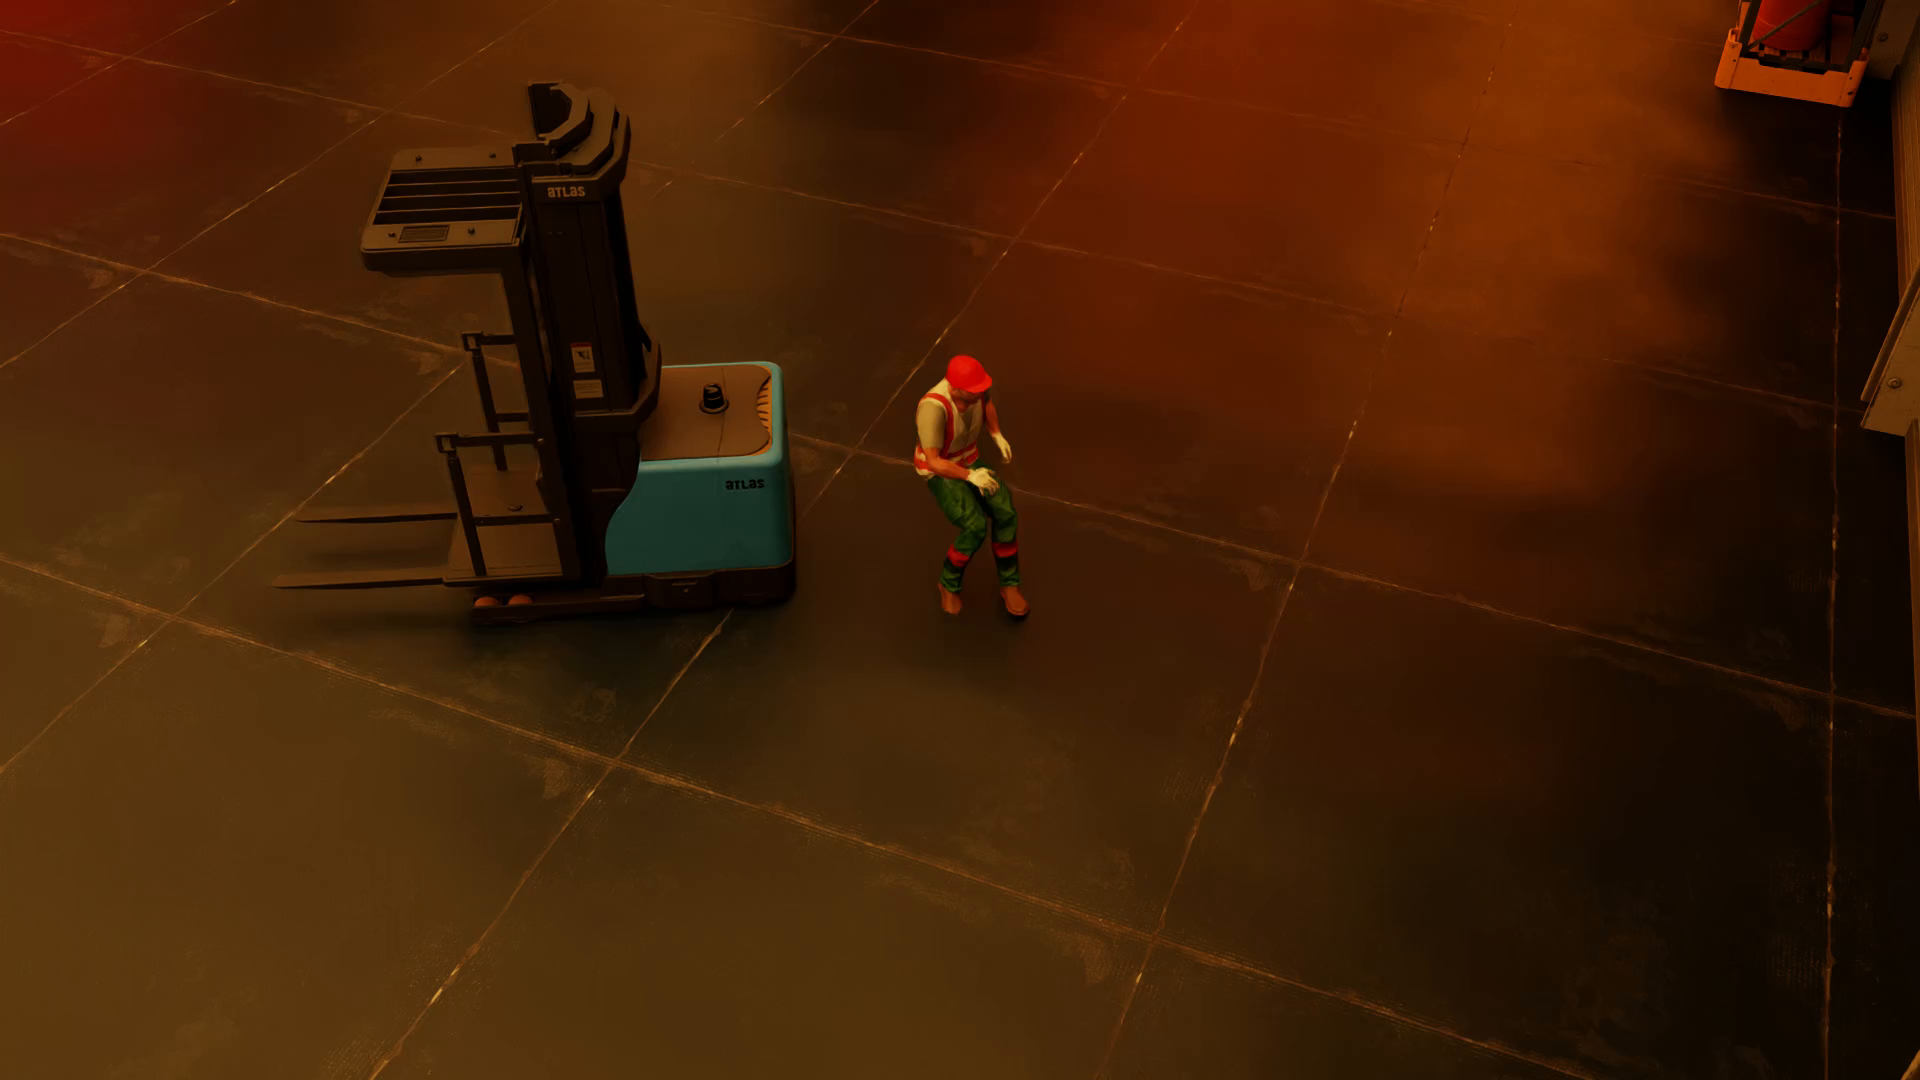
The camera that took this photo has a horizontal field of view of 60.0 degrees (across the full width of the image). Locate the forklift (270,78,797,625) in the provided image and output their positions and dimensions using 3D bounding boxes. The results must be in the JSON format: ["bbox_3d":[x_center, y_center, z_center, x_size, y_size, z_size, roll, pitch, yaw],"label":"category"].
[{"bbox_3d":[-2.514,-0.985,9.182,3.031,2.935,1.130,-3,40,-4],"label":"forklift"}]

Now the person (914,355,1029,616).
[{"bbox_3d":[0.138,-0.353,9.587,0.919,1.558,0.813,30,48,31],"label":"person"}]
